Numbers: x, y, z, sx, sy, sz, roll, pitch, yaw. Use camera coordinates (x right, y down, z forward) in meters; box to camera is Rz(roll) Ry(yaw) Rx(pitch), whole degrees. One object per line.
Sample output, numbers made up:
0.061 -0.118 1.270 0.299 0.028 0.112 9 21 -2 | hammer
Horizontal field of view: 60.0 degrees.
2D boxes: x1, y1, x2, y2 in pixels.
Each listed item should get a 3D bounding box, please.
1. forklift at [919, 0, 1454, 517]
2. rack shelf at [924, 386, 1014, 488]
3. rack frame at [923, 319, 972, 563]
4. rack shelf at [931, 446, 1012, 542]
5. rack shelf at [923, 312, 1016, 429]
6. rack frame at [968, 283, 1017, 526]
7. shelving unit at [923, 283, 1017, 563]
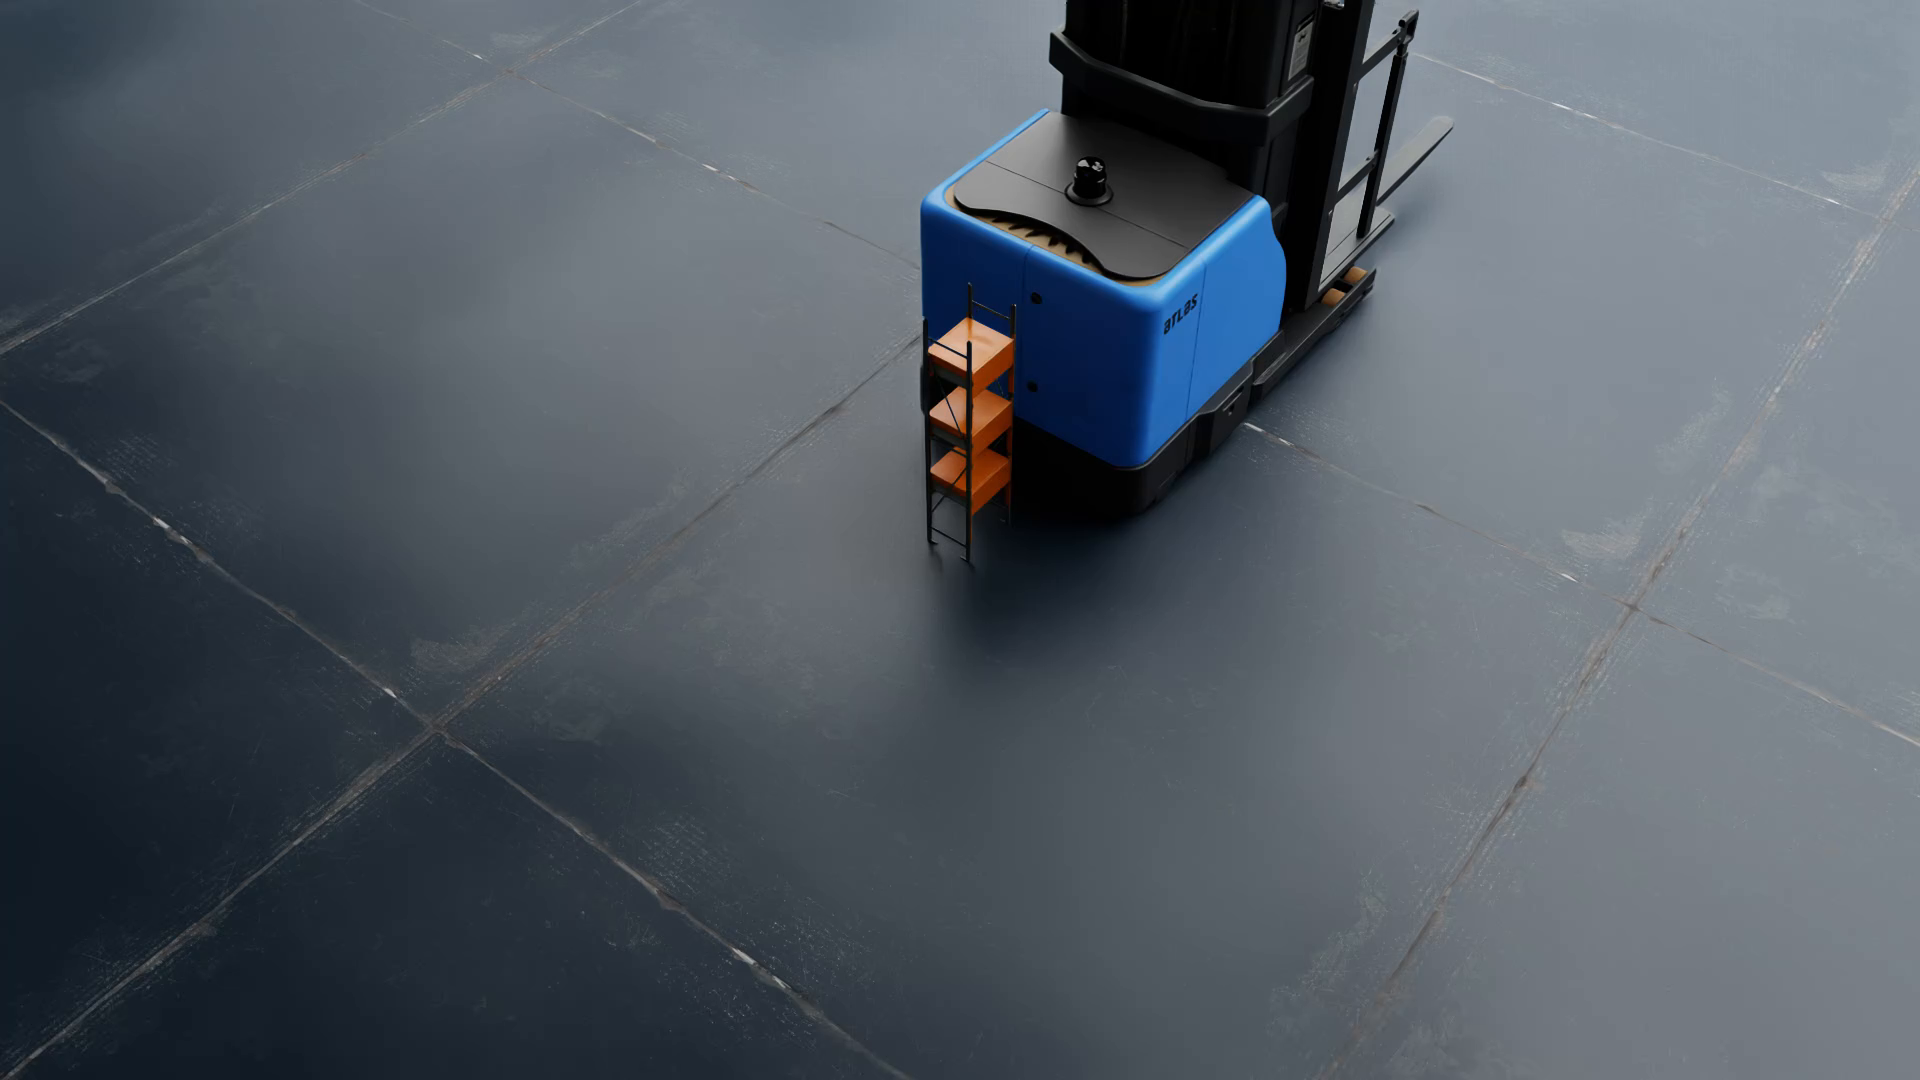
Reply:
1.140 -2.117 6.245 1.130 2.935 3.031 29 53 25 | forklift
0.033 -0.386 5.907 0.215 0.259 0.240 29 53 25 | rack shelf
-0.042 -0.323 5.833 0.200 1.050 0.008 29 53 25 | rack frame
0.033 -0.194 6.108 0.215 0.259 0.240 29 53 25 | rack shelf
0.033 -0.582 5.702 0.215 0.259 0.240 29 53 25 | rack shelf
0.107 -0.463 5.966 0.200 1.050 0.008 29 53 25 | rack frame
0.033 -0.393 5.900 0.215 1.050 0.252 29 53 25 | shelving unit
